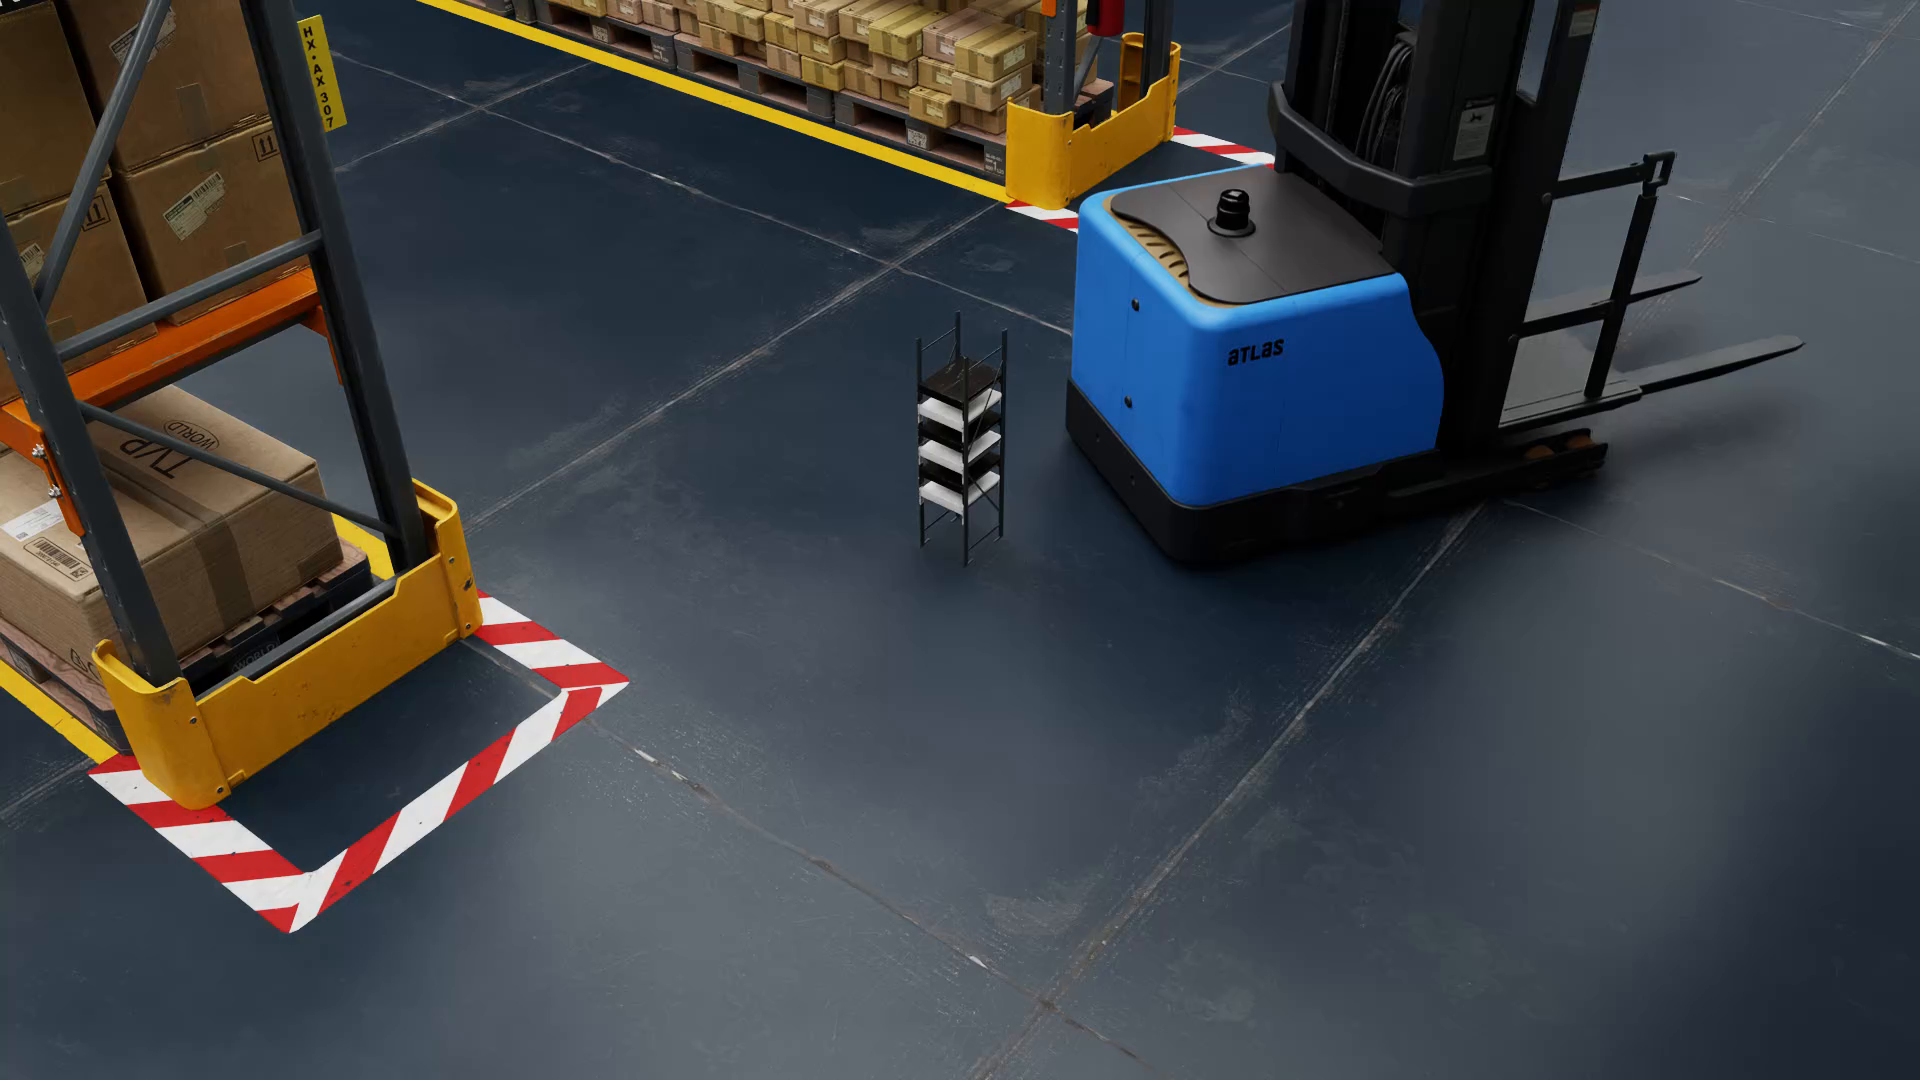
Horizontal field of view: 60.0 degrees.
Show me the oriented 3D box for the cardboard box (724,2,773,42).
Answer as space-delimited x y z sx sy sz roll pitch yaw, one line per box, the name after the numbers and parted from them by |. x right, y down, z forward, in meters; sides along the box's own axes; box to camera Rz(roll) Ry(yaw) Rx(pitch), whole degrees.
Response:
-1.096 -2.938 9.300 0.250 0.149 0.380 26 45 29 | cardboard box

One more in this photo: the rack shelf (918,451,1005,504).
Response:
0.006 -0.254 6.045 0.200 0.077 0.258 25 45 29 | rack shelf

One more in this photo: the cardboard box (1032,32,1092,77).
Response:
0.497 -2.626 8.901 0.250 0.149 0.380 27 46 30 | cardboard box

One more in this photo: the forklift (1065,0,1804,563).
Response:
1.994 -1.645 5.973 3.031 2.935 1.130 -14 40 -17 | forklift

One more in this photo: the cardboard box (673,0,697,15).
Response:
-1.438 -3.168 9.594 0.250 0.149 0.380 27 46 30 | cardboard box

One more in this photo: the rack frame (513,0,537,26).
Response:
-2.420 -4.642 9.746 0.127 3.000 1.000 25 45 29 | rack frame

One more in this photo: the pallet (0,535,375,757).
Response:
-2.852 0.155 5.881 1.213 0.211 1.003 25 45 29 | pallet

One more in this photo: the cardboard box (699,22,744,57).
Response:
-1.270 -2.925 9.525 0.250 0.149 0.380 24 44 27 | cardboard box

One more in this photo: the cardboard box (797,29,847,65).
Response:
-0.668 -2.743 9.051 0.250 0.149 0.380 26 45 29 | cardboard box

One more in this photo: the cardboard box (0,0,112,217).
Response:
-2.697 -1.179 4.431 0.500 0.500 0.500 27 45 30 | cardboard box

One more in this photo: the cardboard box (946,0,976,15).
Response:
0.134 -2.985 9.119 0.250 0.149 0.380 25 45 28 | cardboard box

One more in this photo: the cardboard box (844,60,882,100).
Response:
-0.415 -2.556 9.053 0.250 0.149 0.380 26 45 29 | cardboard box

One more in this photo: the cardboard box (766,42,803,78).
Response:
-0.860 -2.733 9.279 0.250 0.149 0.380 26 45 29 | cardboard box

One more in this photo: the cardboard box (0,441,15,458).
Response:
-3.486 -0.376 6.034 0.875 0.438 0.875 27 45 30 | cardboard box

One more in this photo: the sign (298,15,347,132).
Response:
-1.827 -1.324 4.741 0.005 0.325 0.100 25 45 29 | sign

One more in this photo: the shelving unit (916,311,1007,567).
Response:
0.006 -0.351 5.969 0.210 0.900 0.258 25 45 29 | shelving unit

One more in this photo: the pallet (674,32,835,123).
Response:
-0.891 -2.853 9.723 1.213 0.211 1.003 25 45 29 | pallet

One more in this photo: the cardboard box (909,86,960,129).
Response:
-0.053 -2.328 8.763 0.250 0.149 0.380 27 45 30 | cardboard box

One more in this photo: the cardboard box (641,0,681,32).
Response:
-1.653 -3.153 9.816 0.250 0.149 0.380 24 44 28 | cardboard box

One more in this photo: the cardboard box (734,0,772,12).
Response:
-1.046 -3.091 9.254 0.250 0.149 0.380 25 45 29 | cardboard box

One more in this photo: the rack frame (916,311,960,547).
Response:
-0.074 -0.389 6.017 0.006 0.900 0.240 25 45 29 | rack frame

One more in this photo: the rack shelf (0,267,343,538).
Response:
-3.758 -1.148 5.867 4.000 0.370 1.077 25 45 29 | rack shelf

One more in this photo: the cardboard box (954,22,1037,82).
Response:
0.183 -2.495 8.493 0.250 0.149 0.380 26 45 29 | cardboard box

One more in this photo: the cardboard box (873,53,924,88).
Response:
-0.249 -2.556 8.811 0.250 0.149 0.380 23 44 27 | cardboard box

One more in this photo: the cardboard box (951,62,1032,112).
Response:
0.165 -2.362 8.564 0.250 0.149 0.380 24 44 27 | cardboard box

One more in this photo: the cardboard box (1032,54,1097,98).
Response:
0.536 -2.540 9.033 0.250 0.149 0.380 26 45 29 | cardboard box

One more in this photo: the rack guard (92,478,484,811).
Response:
-2.150 0.311 5.447 0.348 0.500 1.175 25 45 29 | rack guard

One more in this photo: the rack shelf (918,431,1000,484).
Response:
0.006 -0.325 5.989 0.200 0.077 0.258 25 45 29 | rack shelf

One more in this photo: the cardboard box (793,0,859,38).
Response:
-0.679 -2.854 8.951 0.250 0.149 0.380 27 45 30 | cardboard box

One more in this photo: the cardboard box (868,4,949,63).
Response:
-0.264 -2.652 8.694 0.250 0.149 0.380 24 44 28 | cardboard box

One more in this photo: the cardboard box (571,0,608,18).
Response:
-2.114 -3.291 9.993 0.250 0.149 0.380 27 45 30 | cardboard box

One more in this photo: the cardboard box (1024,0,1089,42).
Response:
0.548 -2.784 8.861 0.250 0.149 0.380 23 44 27 | cardboard box

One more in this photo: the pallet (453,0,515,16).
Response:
-3.039 -3.835 10.977 1.213 0.211 1.003 25 45 29 | pallet

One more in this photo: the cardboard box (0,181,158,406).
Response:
-2.713 -0.773 4.723 0.500 0.500 0.500 26 45 29 | cardboard box

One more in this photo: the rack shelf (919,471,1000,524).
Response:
0.006 -0.183 6.100 0.200 0.077 0.258 25 45 29 | rack shelf
